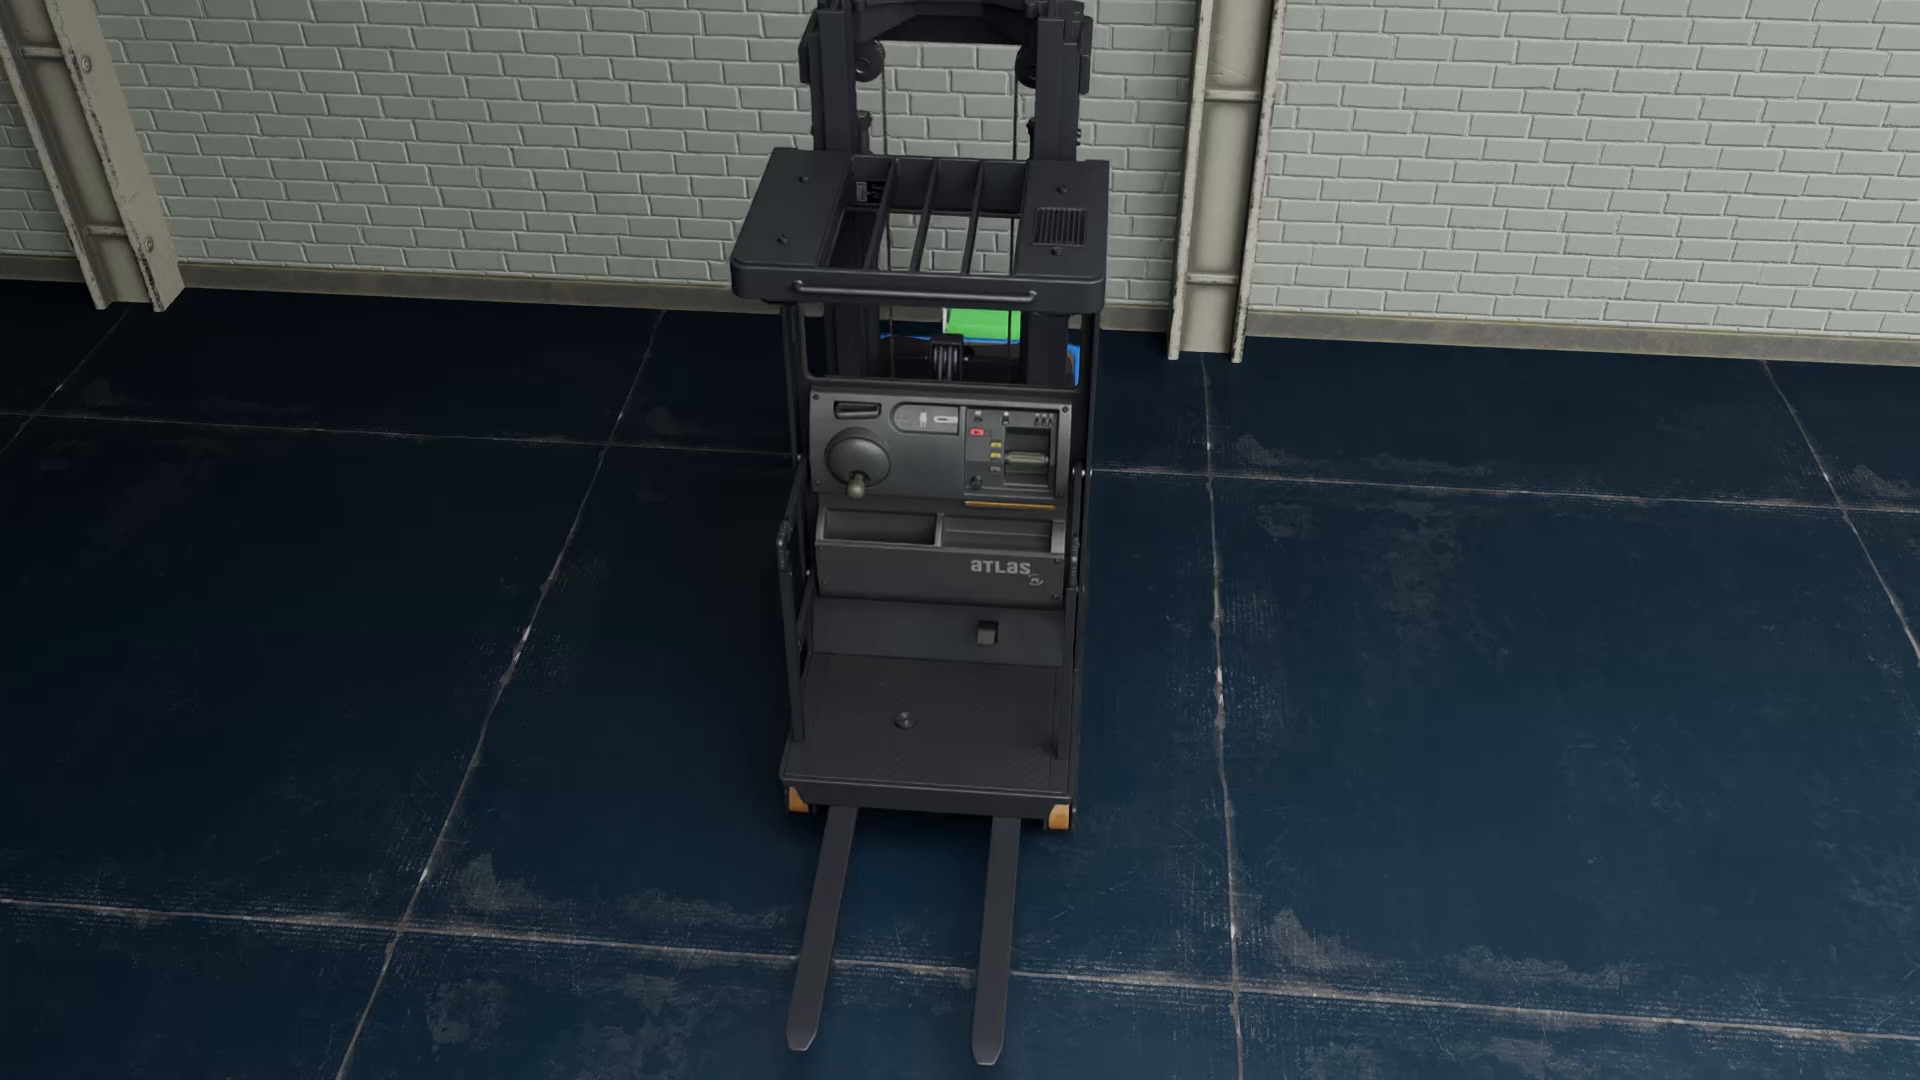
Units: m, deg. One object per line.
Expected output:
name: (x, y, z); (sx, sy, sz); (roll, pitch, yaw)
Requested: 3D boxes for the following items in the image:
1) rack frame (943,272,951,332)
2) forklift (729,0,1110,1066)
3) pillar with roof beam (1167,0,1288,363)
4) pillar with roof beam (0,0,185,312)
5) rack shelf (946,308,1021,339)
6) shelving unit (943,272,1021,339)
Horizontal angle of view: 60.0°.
rack frame: (-0.055, -0.632, 7.576); (0.015, 1.200, 0.240); (3, 39, 4)
forklift: (-0.089, -0.251, 5.737); (1.130, 2.935, 3.031); (3, 39, 4)
pillar with roof beam: (0.955, -1.841, 2.884); (0.400, 9.000, 9.100); (3, 39, 4)
pillar with roof beam: (-5.023, -2.168, 3.285); (0.400, 9.000, 9.100); (3, 39, 4)
rack shelf: (0.188, -0.942, 7.297); (0.480, 0.148, 0.258); (3, 39, 4)
shelving unit: (0.188, -0.619, 7.559); (0.503, 1.200, 0.258); (3, 39, 4)
